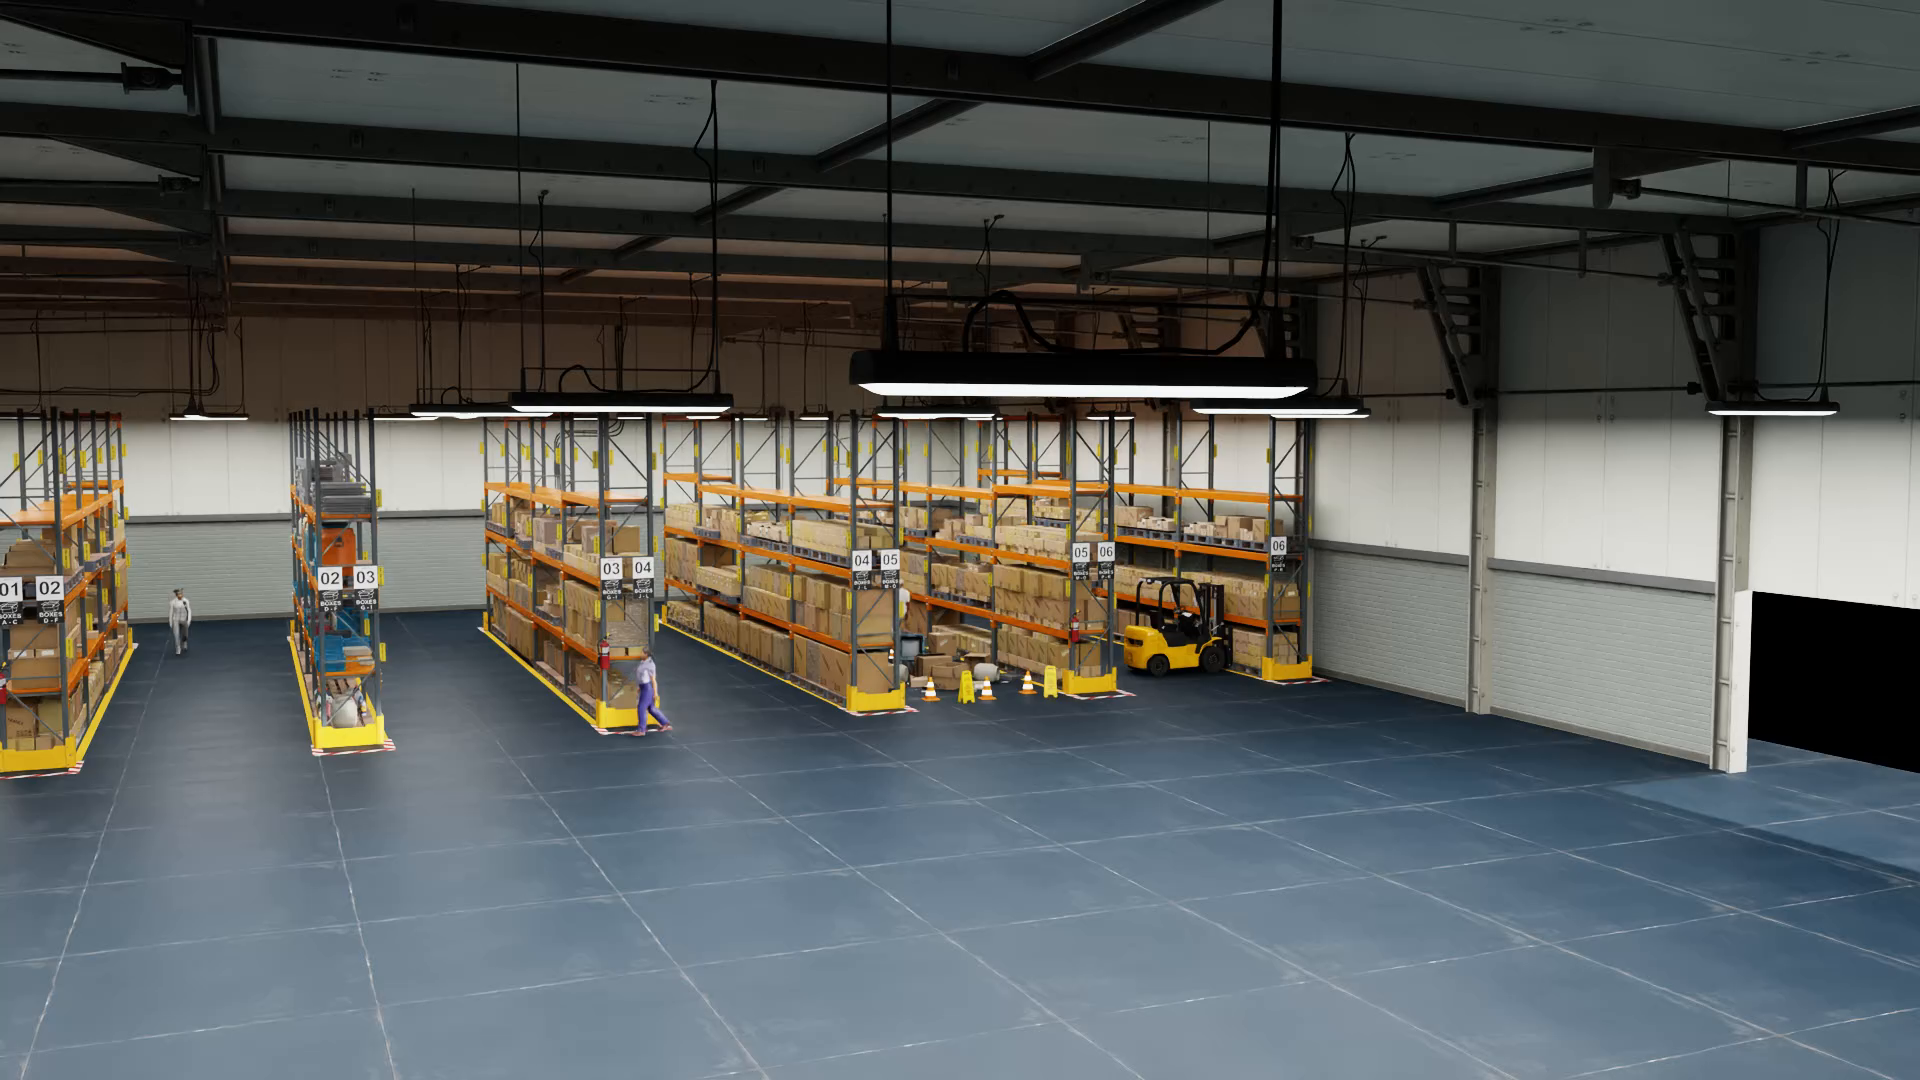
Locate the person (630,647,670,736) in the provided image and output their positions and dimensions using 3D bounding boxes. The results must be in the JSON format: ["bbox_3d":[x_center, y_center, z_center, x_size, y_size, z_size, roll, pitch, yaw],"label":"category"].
[{"bbox_3d":[-5.726,2.762,30.628,0.785,1.613,0.484,-2,4,-21],"label":"person"}]

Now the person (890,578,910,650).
[{"bbox_3d":[-1.512,1.806,40.814,0.616,1.769,0.509,-2,5,-27],"label":"person"}]

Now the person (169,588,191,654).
[{"bbox_3d":[-19.414,1.993,41.390,0.488,1.630,0.831,-2,4,-26],"label":"person"}]
